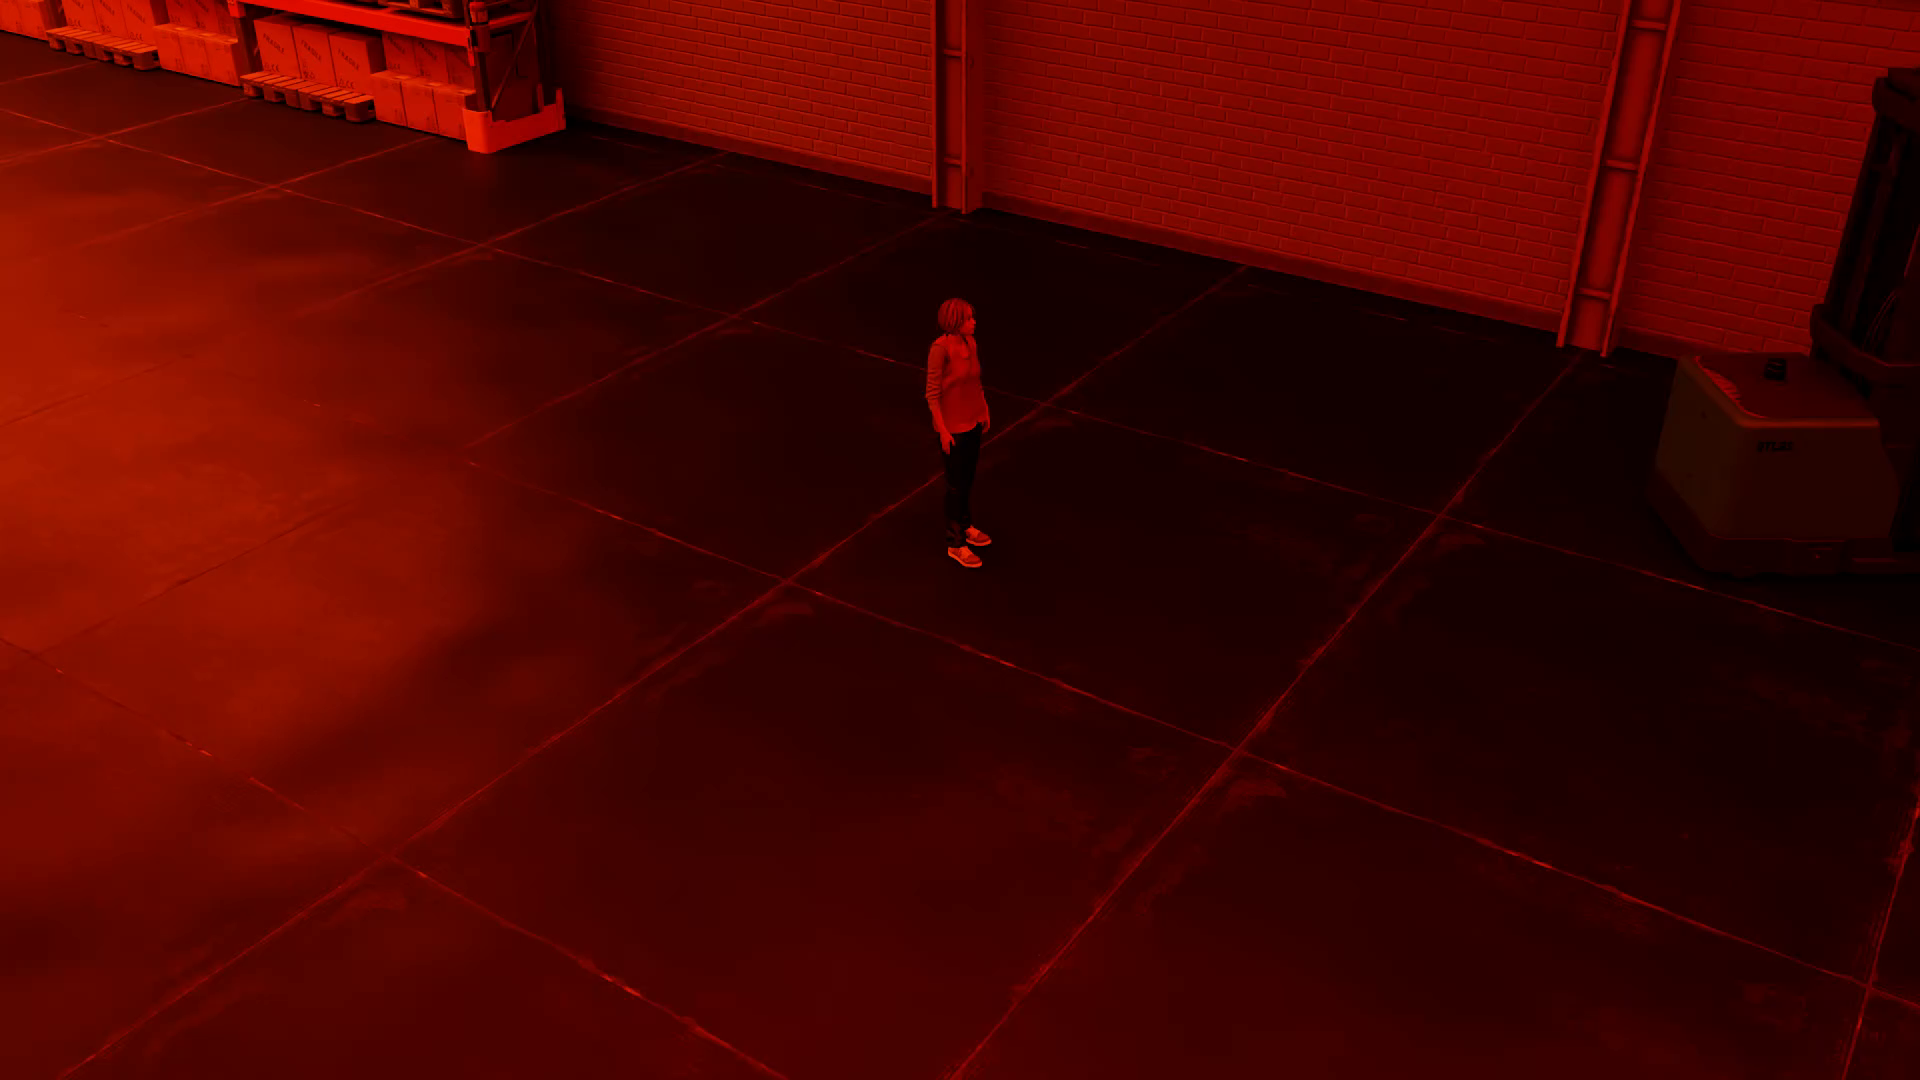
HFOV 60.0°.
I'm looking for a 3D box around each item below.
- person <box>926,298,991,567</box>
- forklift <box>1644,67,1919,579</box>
[{"bbox_3d":[0.053,-0.670,10.049,0.476,1.597,0.520,19,35,29],"label":"person"},{"bbox_3d":[5.982,-1.282,9.789,3.031,2.935,1.130,-1,30,-1],"label":"forklift"}]
